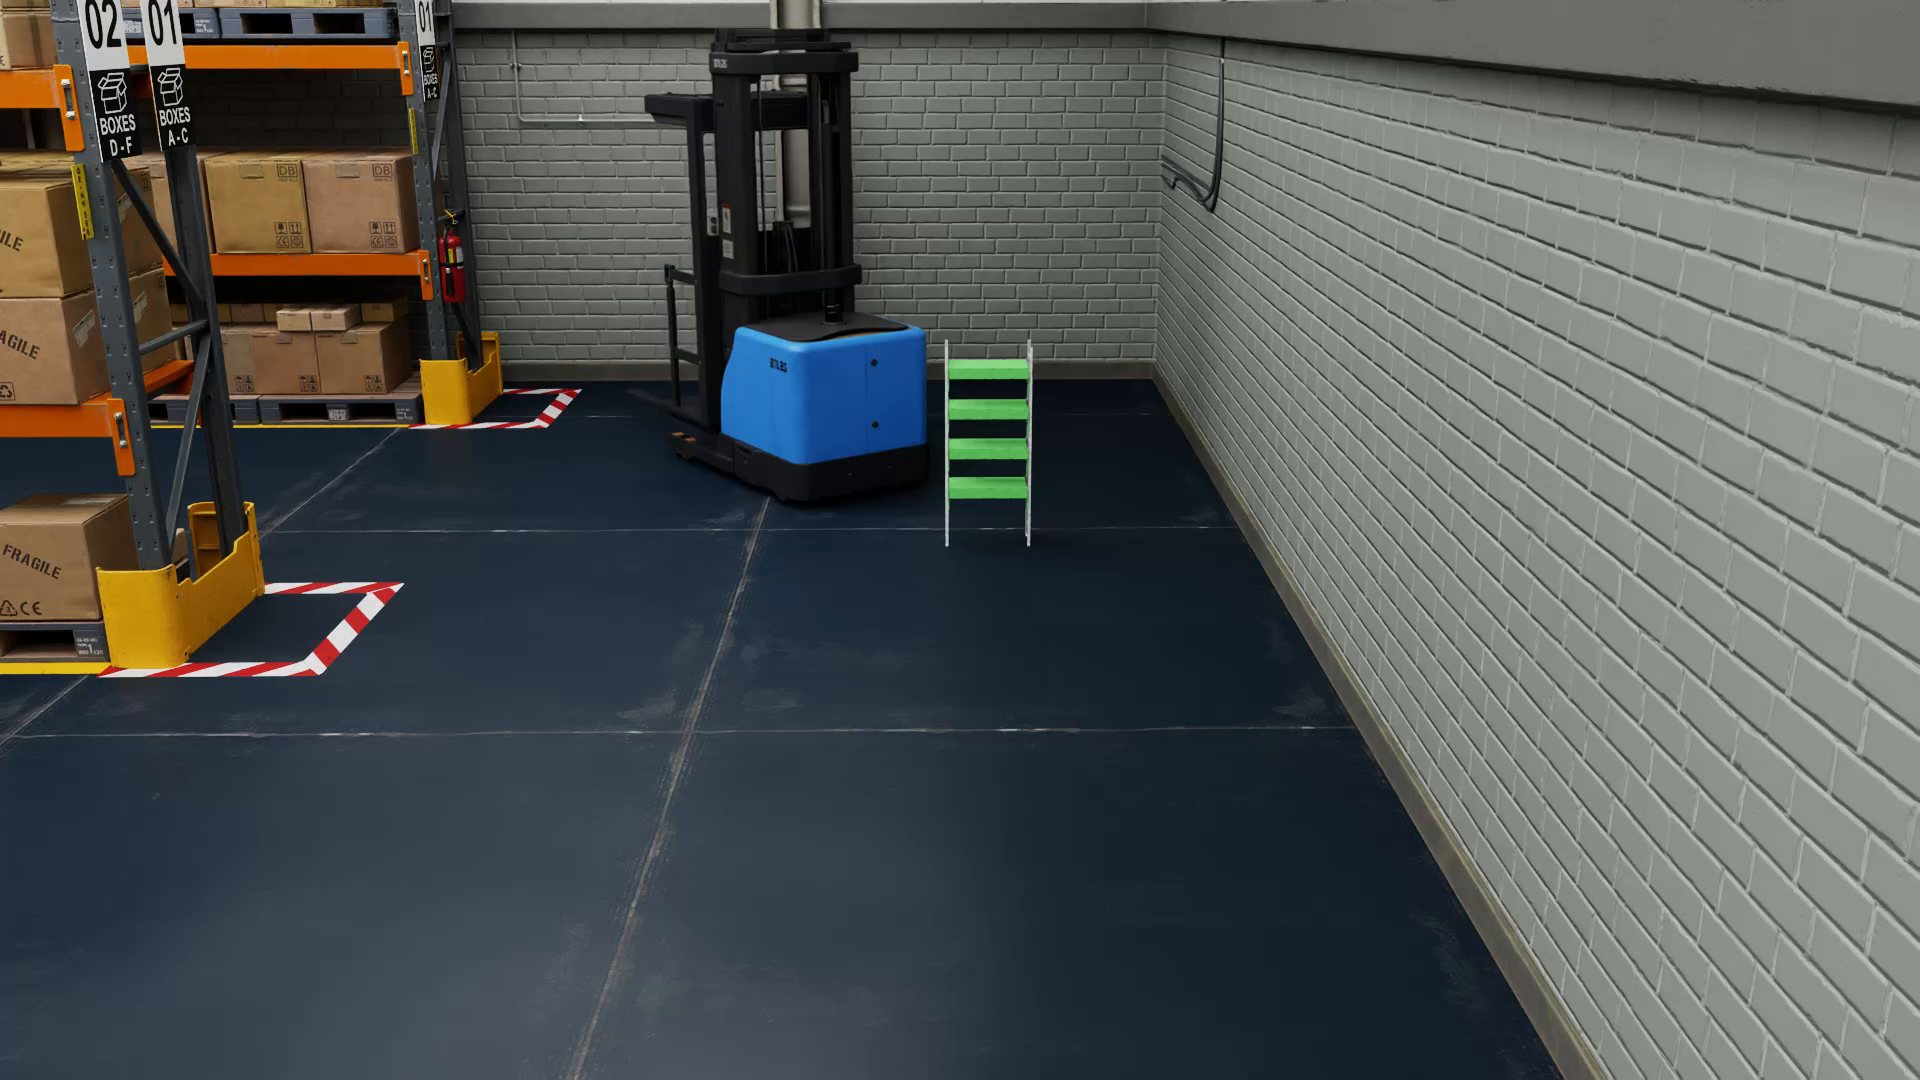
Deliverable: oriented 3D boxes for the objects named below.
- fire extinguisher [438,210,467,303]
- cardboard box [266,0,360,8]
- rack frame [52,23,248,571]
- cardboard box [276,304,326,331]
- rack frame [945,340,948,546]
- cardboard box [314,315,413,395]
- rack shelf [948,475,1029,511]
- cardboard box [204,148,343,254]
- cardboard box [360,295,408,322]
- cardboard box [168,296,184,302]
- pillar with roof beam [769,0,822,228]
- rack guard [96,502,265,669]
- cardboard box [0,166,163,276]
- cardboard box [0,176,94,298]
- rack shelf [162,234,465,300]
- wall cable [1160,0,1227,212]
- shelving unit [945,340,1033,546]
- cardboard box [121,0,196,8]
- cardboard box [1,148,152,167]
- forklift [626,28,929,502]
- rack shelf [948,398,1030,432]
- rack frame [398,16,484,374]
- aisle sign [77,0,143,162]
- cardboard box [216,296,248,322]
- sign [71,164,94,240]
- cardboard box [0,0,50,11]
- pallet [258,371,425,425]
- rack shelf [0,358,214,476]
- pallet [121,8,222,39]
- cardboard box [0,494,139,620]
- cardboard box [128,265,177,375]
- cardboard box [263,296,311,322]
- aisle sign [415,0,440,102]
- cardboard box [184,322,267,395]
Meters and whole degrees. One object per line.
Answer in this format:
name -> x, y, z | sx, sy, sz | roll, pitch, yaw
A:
fire extinguisher -> -3.836, -2.139, 12.540 | 0.183, 0.674, 0.296 | 0, 18, -1
cardboard box -> -4.722, -4.013, 12.130 | 0.500, 0.250, 0.500 | 0, 18, 1
rack frame -> -3.912, -0.980, 8.192 | 0.127, 3.000, 1.000 | 0, 18, -1
cardboard box -> -5.074, -1.720, 12.842 | 0.250, 0.149, 0.380 | 0, 18, 1
rack frame -> -0.078, -0.571, 9.863 | 0.015, 1.200, 0.240 | 0, 18, -1
cardboard box -> -4.693, -1.469, 13.121 | 0.500, 0.500, 0.700 | 0, 18, -1
rack shelf -> 0.166, -0.283, 9.960 | 0.480, 0.148, 0.258 | 0, 18, -1
cardboard box -> -5.231, -2.624, 12.824 | 0.700, 0.700, 0.980 | 0, 18, -1
cardboard box -> -4.571, -1.839, 13.214 | 0.250, 0.149, 0.380 | 0, 18, 0
cardboard box -> -6.350, -1.830, 13.185 | 0.250, 0.149, 0.380 | 0, 18, 0
pillar with roof beam -> -1.240, -4.312, 8.758 | 0.400, 9.000, 9.100 | 0, 18, -1
rack guard -> -3.988, 0.210, 8.573 | 0.348, 0.500, 1.175 | 0, 18, -1
cardboard box -> -4.360, -1.582, 8.269 | 0.500, 0.500, 0.500 | 0, 18, 1
cardboard box -> -4.353, -1.418, 7.756 | 0.500, 0.500, 0.500 | 0, 18, -1
rack shelf -> -5.994, -2.141, 12.989 | 4.000, 0.370, 1.077 | 0, 18, -1
wall cable -> 1.667, -3.789, 12.211 | 0.112, 2.526, 3.097 | 0, 18, -1
shelving unit -> 0.166, -0.572, 9.867 | 0.503, 1.200, 0.258 | 0, 18, -1
cardboard box -> -5.763, -4.006, 12.109 | 0.500, 0.250, 0.500 | -1, 18, -3
cardboard box -> -6.721, -2.616, 12.801 | 0.700, 0.700, 0.980 | -1, 18, -2
forklift -> -1.462, -2.032, 11.584 | 1.130, 2.935, 3.031 | -12, 21, -33
rack shelf -> 0.166, -0.740, 9.813 | 0.480, 0.148, 0.258 | 0, 18, -1
rack frame -> -3.994, -2.493, 12.909 | 0.127, 3.000, 1.000 | 0, 18, -1
aisle sign -> -3.839, -2.125, 7.505 | 0.004, 0.787, 0.394 | 0, 18, -1
cardboard box -> -5.838, -1.833, 13.193 | 0.250, 0.149, 0.380 | 0, 18, 0
sign -> -3.924, -1.512, 7.439 | 0.005, 0.325, 0.100 | 0, 18, -1
cardboard box -> -4.422, -2.495, 7.430 | 0.500, 0.250, 0.500 | 0, 18, -1
pallet -> -4.793, -1.138, 13.248 | 1.213, 0.211, 1.003 | 0, 18, -1
rack shelf -> -5.912, -0.628, 8.272 | 4.000, 0.370, 1.077 | 0, 18, -1
pallet -> -5.959, -3.866, 12.422 | 1.213, 0.211, 1.003 | 0, 18, -1
cardboard box -> -4.452, 0.078, 8.264 | 0.500, 0.500, 0.500 | 0, 18, -1
cardboard box -> -4.360, -1.106, 8.422 | 0.500, 0.500, 0.500 | 0, 18, 0
cardboard box -> -5.328, -1.836, 13.202 | 0.250, 0.149, 0.380 | 0, 18, 0
aisle sign -> -3.918, -3.640, 12.227 | 0.004, 0.787, 0.394 | 0, 18, -1
cardboard box -> -5.696, -1.464, 13.105 | 0.500, 0.500, 0.700 | -1, 18, -3
